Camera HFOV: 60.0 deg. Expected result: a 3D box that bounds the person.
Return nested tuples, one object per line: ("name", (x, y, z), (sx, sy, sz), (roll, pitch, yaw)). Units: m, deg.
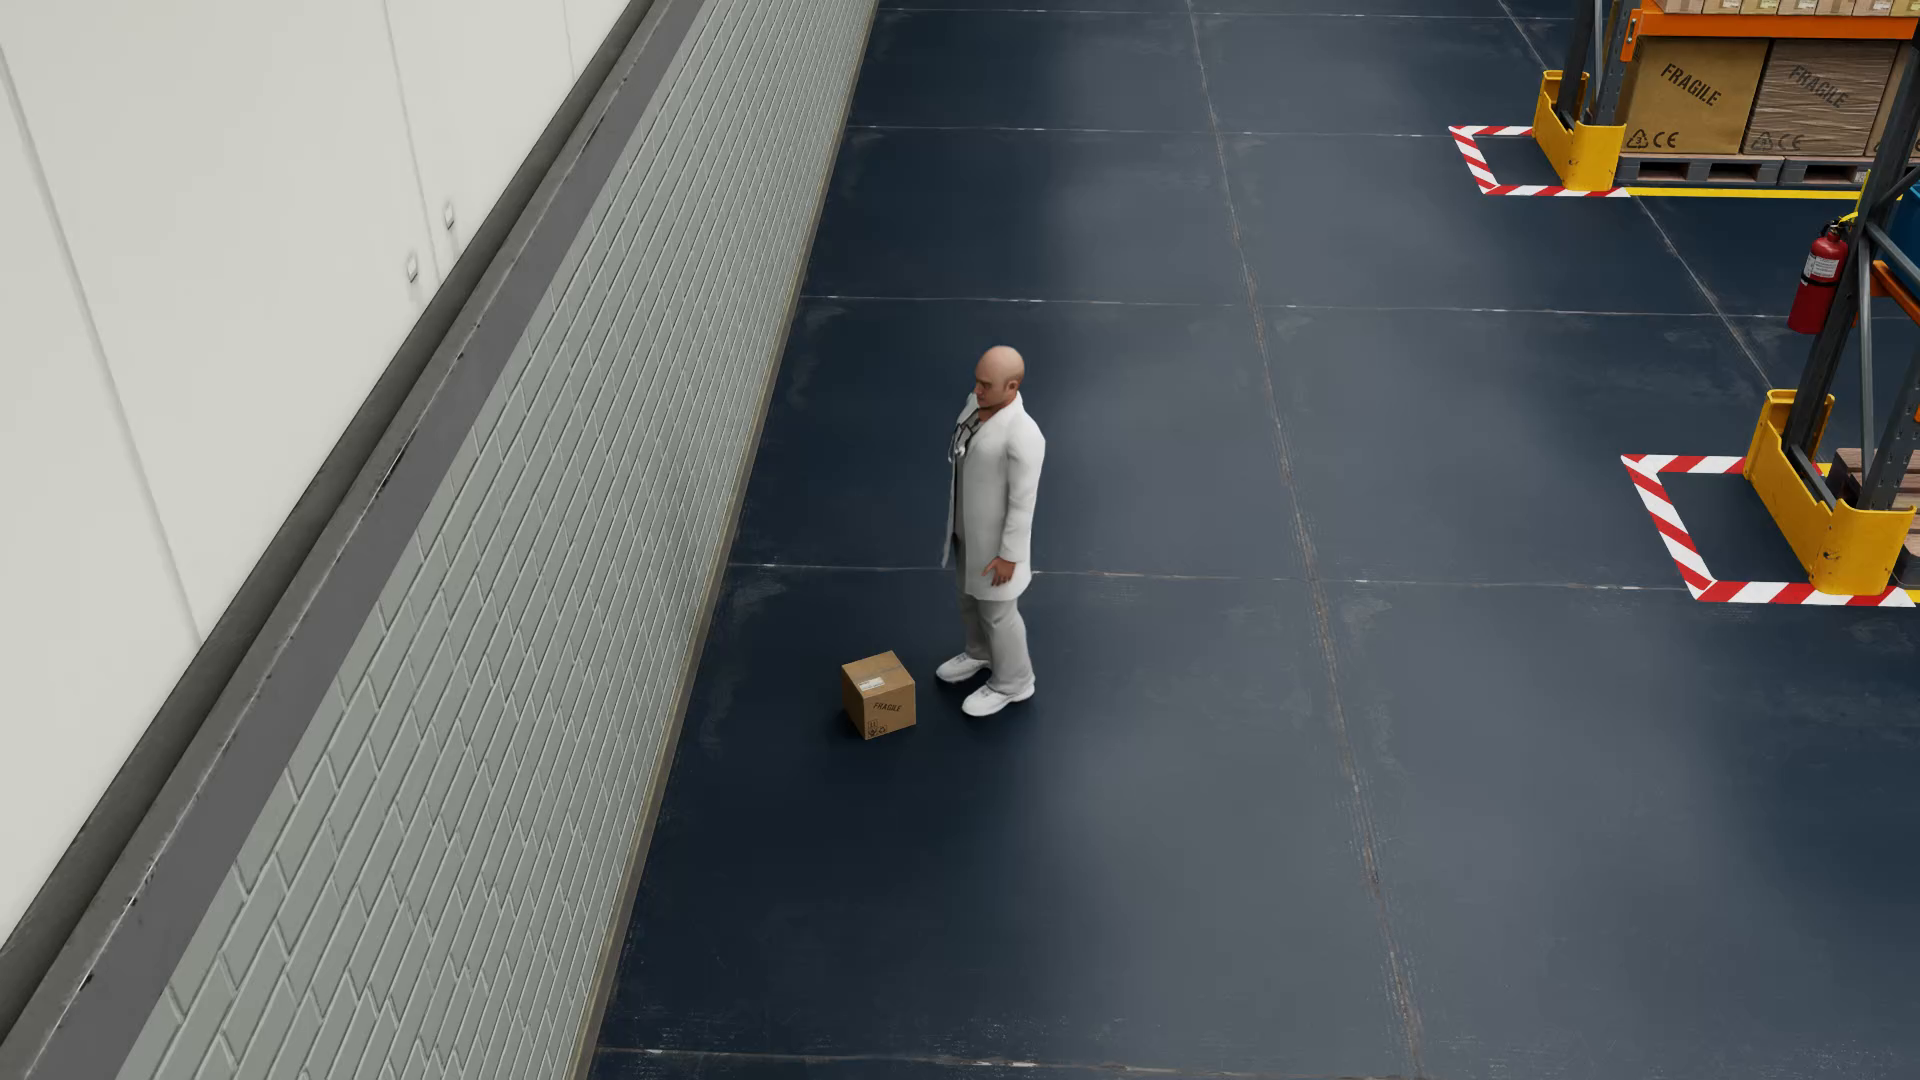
("person", (0.128, -0.036, 7.186), (0.378, 1.777, 0.563), (-15, 38, -20))
